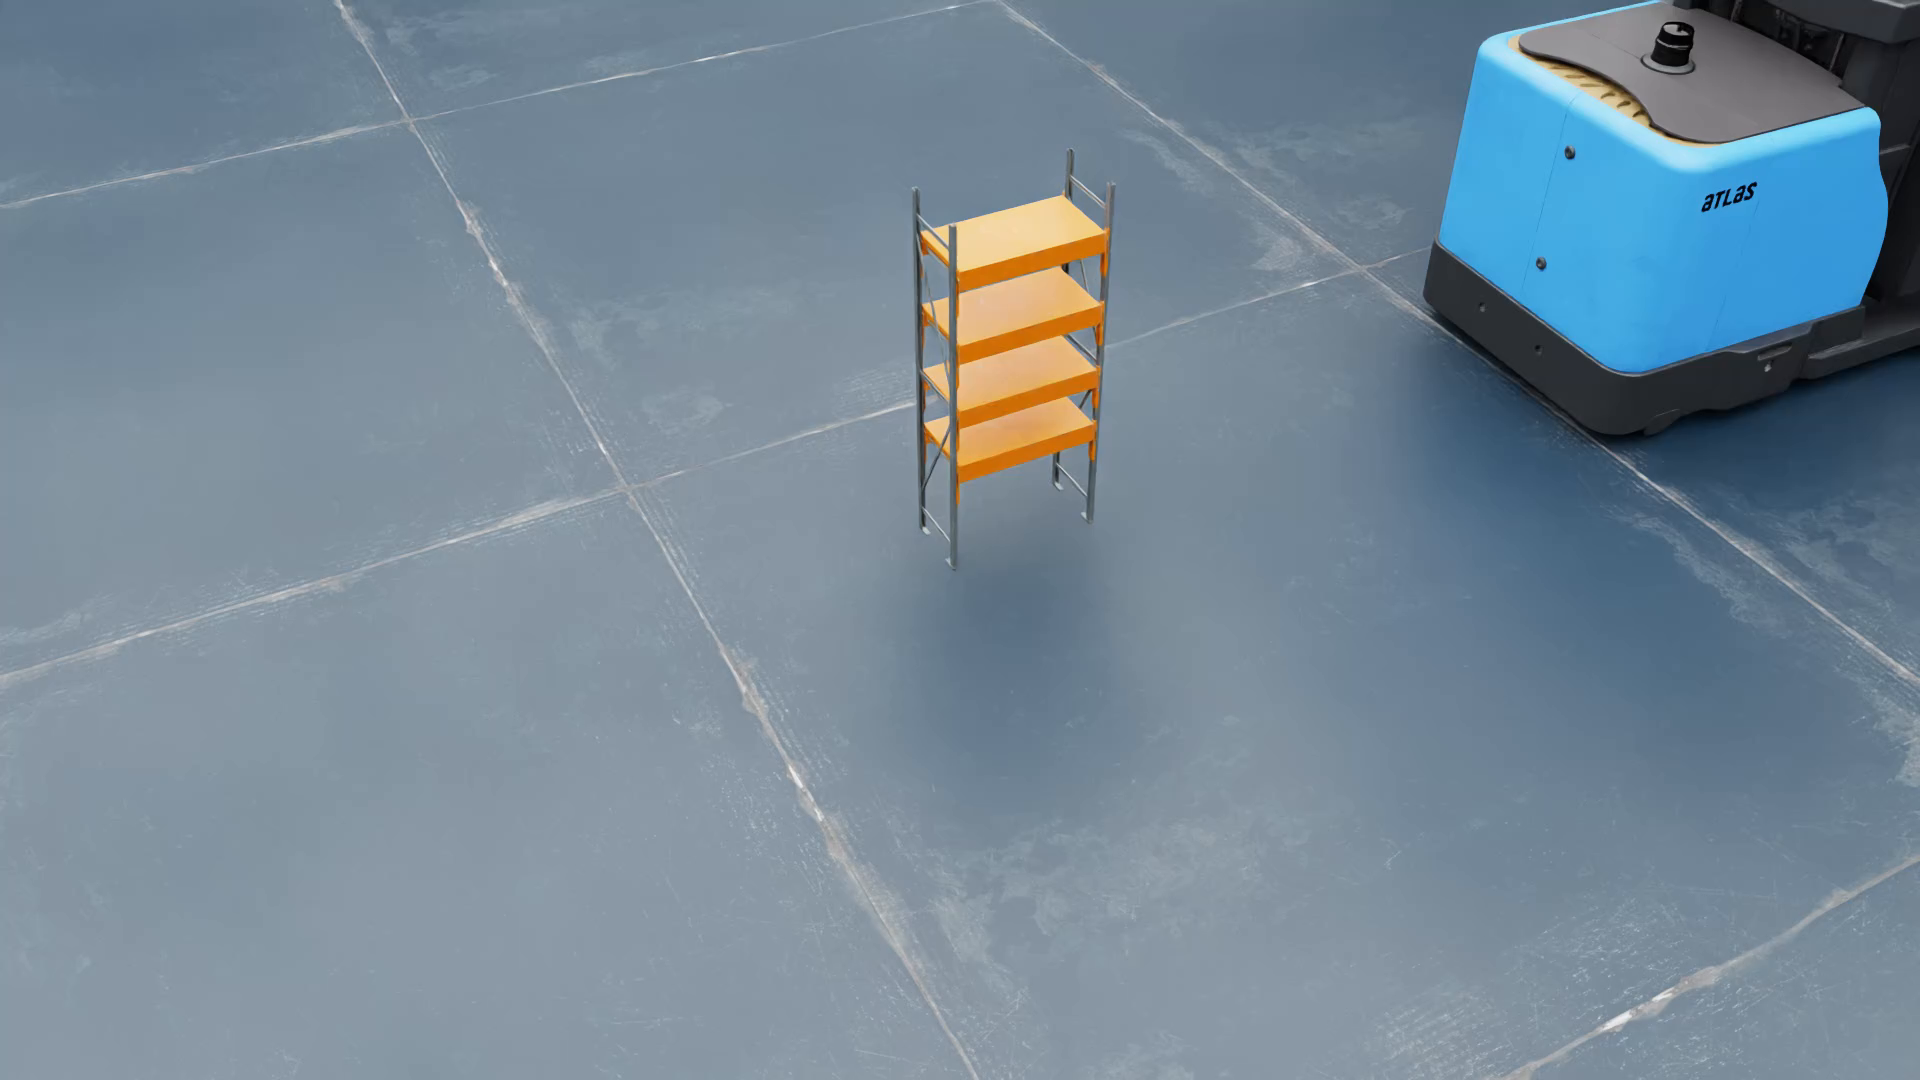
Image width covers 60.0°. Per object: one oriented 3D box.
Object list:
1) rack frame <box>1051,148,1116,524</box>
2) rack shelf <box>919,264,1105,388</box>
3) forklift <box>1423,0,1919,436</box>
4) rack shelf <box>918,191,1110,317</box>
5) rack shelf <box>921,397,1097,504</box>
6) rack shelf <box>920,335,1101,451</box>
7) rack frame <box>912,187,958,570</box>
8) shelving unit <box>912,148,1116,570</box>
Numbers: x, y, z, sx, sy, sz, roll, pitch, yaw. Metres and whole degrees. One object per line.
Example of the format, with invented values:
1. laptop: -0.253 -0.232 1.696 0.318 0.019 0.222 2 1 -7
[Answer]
1. rack frame: 0.363 -0.580 5.007 0.015 1.200 0.240 -19 44 -21
2. rack shelf: 0.147 -0.627 4.820 0.480 0.148 0.258 -19 44 -21
3. forklift: 3.289 -2.112 5.476 3.031 2.935 1.130 -17 43 -19
4. rack shelf: 0.147 -0.807 4.667 0.480 0.148 0.258 -19 44 -21
5. rack shelf: 0.147 -0.304 5.092 0.480 0.148 0.258 -19 44 -21
6. rack shelf: 0.147 -0.456 4.964 0.480 0.148 0.258 -19 44 -21
7. rack frame: -0.070 -0.435 4.835 0.015 1.200 0.240 -19 44 -21
8. shelving unit: 0.147 -0.507 4.921 0.503 1.200 0.258 -19 44 -21
